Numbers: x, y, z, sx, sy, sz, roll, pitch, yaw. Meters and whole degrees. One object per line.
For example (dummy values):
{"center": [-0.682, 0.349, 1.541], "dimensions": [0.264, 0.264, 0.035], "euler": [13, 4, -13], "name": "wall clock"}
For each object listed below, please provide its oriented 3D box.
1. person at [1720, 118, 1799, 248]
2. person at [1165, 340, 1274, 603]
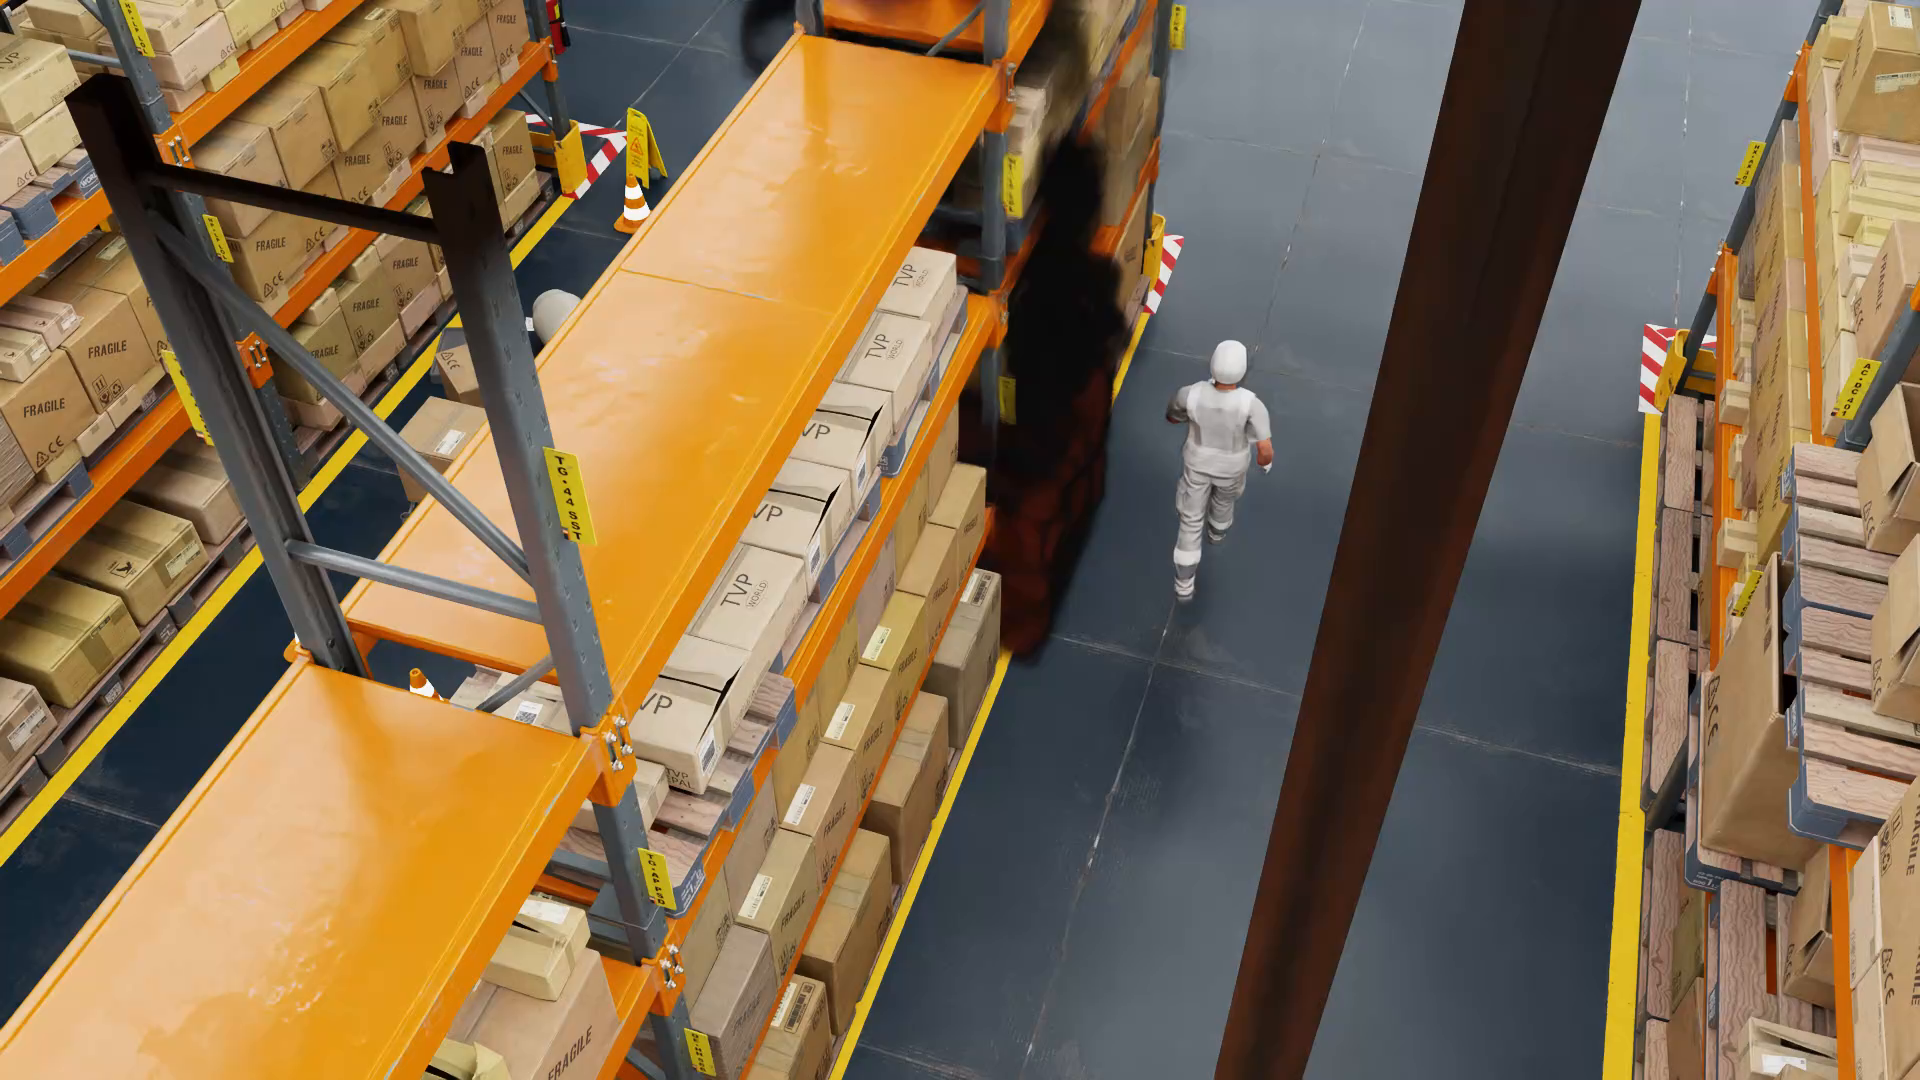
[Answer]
{"center": [6.293, -2.676, 12.508], "dimensions": [0.636, 1.709, 0.882], "euler": [-22, 49, -20], "name": "person"}
{"center": [1.515, -0.460, 9.888], "dimensions": [0.658, 1.811, 0.909], "euler": [9, 46, 8], "name": "person"}
